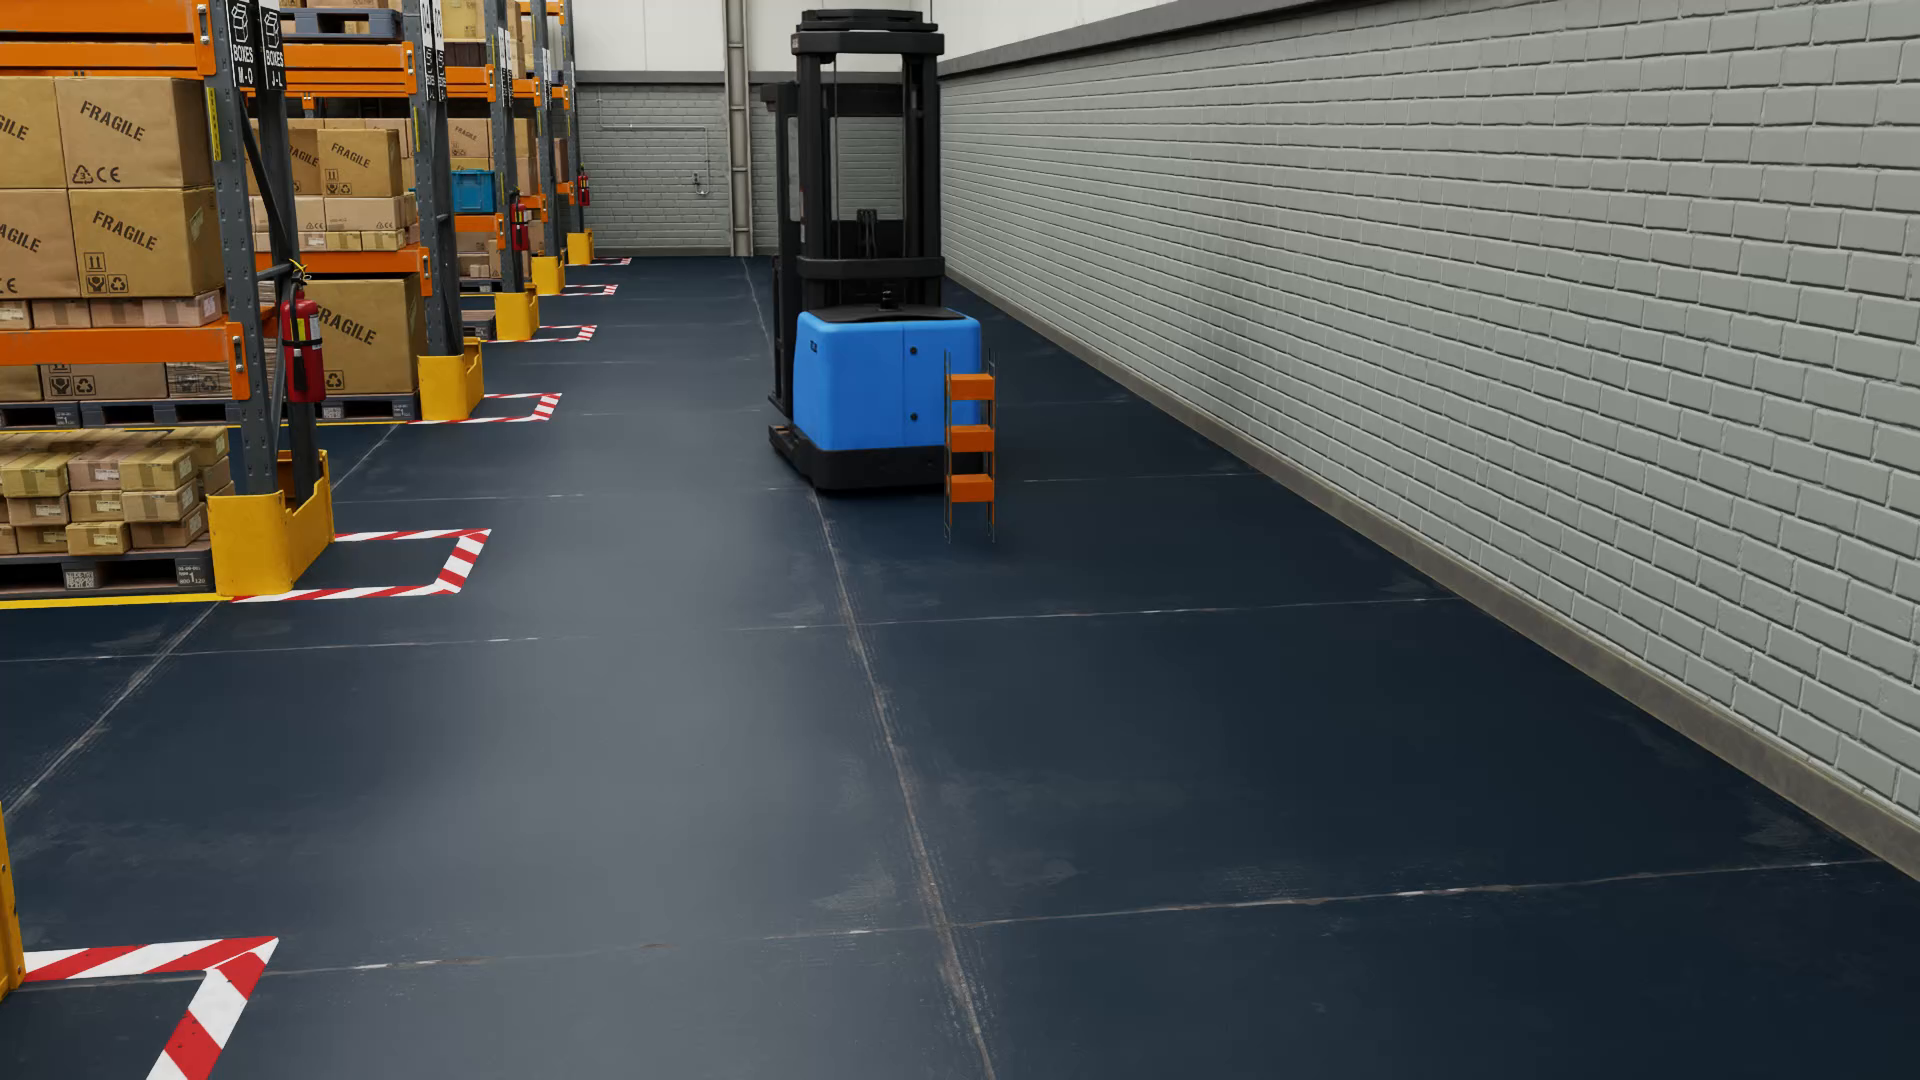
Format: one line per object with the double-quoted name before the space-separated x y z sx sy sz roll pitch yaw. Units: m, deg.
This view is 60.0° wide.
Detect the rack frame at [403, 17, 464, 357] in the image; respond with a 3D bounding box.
"rack frame" -4.121 -2.521 13.110 0.127 3.000 1.000 -2 14 -8

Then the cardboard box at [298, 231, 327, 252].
"cardboard box" -4.930 -2.289 12.698 0.250 0.149 0.380 -2 14 -8

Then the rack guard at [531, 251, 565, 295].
"rack guard" -5.668 -3.689 22.905 0.348 0.500 1.175 -2 14 -8

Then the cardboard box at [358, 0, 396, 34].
"cardboard box" -7.592 -6.833 21.874 0.500 0.500 0.700 -2 14 -8

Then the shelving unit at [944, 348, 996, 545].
"shelving unit" 0.053 -0.511 9.102 0.252 1.050 0.215 -2 14 -8

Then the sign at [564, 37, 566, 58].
"sign" -6.267 -7.811 26.377 0.005 0.325 0.100 -2 14 -8

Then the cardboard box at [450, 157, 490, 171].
"cardboard box" -6.508 -4.852 22.195 0.500 0.500 0.500 -2 14 -8

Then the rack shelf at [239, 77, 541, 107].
"rack shelf" -7.571 -5.938 22.045 4.000 0.370 1.077 -2 14 -8

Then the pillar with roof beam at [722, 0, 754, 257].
"pillar with roof beam" -3.152 -8.276 23.723 0.400 9.000 9.100 -2 14 -8

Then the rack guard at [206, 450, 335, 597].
"rack guard" -3.557 -0.110 8.631 0.348 0.500 1.175 -2 14 -8

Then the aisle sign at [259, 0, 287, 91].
"aisle sign" -3.454 -2.660 8.320 0.004 0.787 0.394 -2 14 -8

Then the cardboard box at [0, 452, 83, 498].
"cardboard box" -4.462 -0.319 8.101 0.250 0.149 0.380 -2 14 -10

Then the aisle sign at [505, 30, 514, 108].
"aisle sign" -4.832 -5.048 17.839 0.004 0.787 0.394 -2 14 -8

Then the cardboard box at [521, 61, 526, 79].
"cardboard box" -6.139 -6.329 22.435 0.500 0.250 0.500 -2 14 -8

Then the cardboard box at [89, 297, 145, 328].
"cardboard box" -4.014 -1.123 8.050 0.250 0.149 0.380 -2 14 -8

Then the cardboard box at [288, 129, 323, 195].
"cardboard box" -5.130 -2.986 13.118 0.500 0.500 0.500 -2 14 -10

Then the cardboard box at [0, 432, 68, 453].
"cardboard box" -4.806 -0.451 8.627 0.250 0.149 0.380 -3 14 -11

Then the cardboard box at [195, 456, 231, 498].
"cardboard box" -4.038 -0.333 8.768 0.250 0.149 0.380 -1 14 -6

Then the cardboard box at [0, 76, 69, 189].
"cardboard box" -4.398 -1.908 7.790 0.500 0.500 0.500 -3 14 -10

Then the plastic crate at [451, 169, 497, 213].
"plastic crate" -5.162 -3.702 17.621 0.499 0.435 0.616 -2 14 -8

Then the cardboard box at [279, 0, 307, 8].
"cardboard box" -5.201 -4.254 12.577 0.500 0.500 0.700 -3 14 -10

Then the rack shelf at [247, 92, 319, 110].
"rack shelf" -12.268 -6.984 26.218 4.000 0.370 1.077 -2 14 -8

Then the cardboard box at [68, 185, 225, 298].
"cardboard box" -3.888 -1.439 7.978 0.500 0.500 0.500 -2 14 -7

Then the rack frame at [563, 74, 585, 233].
"rack frame" -6.335 -6.096 27.362 0.127 3.000 1.000 -2 14 -8

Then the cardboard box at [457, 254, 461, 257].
"cardboard box" -7.162 -3.796 22.942 0.500 0.250 0.500 -2 14 -8

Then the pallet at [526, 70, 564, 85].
"pallet" -7.067 -7.478 26.891 1.213 0.211 1.003 -2 14 -8

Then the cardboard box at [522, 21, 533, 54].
"cardboard box" -7.018 -8.002 26.494 0.500 0.500 0.500 -2 14 -8

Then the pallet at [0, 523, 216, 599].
"pallet" -4.366 0.052 8.582 1.213 0.211 1.003 -2 14 -8

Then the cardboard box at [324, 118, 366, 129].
"cardboard box" -8.022 -5.280 21.847 0.500 0.500 0.500 -3 14 -10

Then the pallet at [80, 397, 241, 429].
"pallet" -6.104 -1.078 13.085 1.213 0.211 1.003 -2 14 -8

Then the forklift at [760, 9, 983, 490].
"forklift" -0.731 -2.043 11.341 1.130 2.935 3.031 -4 15 -15

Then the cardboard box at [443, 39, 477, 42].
"cardboard box" -6.557 -6.431 21.813 0.500 0.250 0.500 -2 14 -8

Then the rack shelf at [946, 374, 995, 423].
"rack shelf" 0.053 -0.776 9.035 0.240 0.259 0.215 -2 14 -8

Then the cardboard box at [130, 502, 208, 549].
"cardboard box" -3.971 -0.076 8.357 0.250 0.149 0.380 -2 14 -7

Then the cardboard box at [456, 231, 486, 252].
"cardboard box" -8.004 -5.001 27.273 0.500 0.500 0.700 -3 14 -10

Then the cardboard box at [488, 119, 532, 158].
"cardboard box" -5.992 -5.356 22.150 0.500 0.500 0.500 -2 14 -9

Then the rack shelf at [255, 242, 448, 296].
"rack shelf" -6.098 -2.100 12.908 4.000 0.370 1.077 -2 14 -8

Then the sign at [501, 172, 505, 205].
"sign" -4.761 -3.660 17.315 0.005 0.325 0.100 -2 14 -8

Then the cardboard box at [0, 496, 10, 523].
"cardboard box" -4.756 -0.198 8.230 0.250 0.149 0.380 -2 14 -9

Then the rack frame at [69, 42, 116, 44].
"rack frame" -8.814 -6.478 16.552 0.127 3.000 1.000 -2 14 -8

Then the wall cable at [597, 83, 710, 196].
"wall cable" -5.209 -6.863 28.331 1.851 1.984 0.084 -2 14 -8

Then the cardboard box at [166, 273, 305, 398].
"cardboard box" -5.642 -1.619 13.016 0.875 0.875 0.875 -2 14 -8
